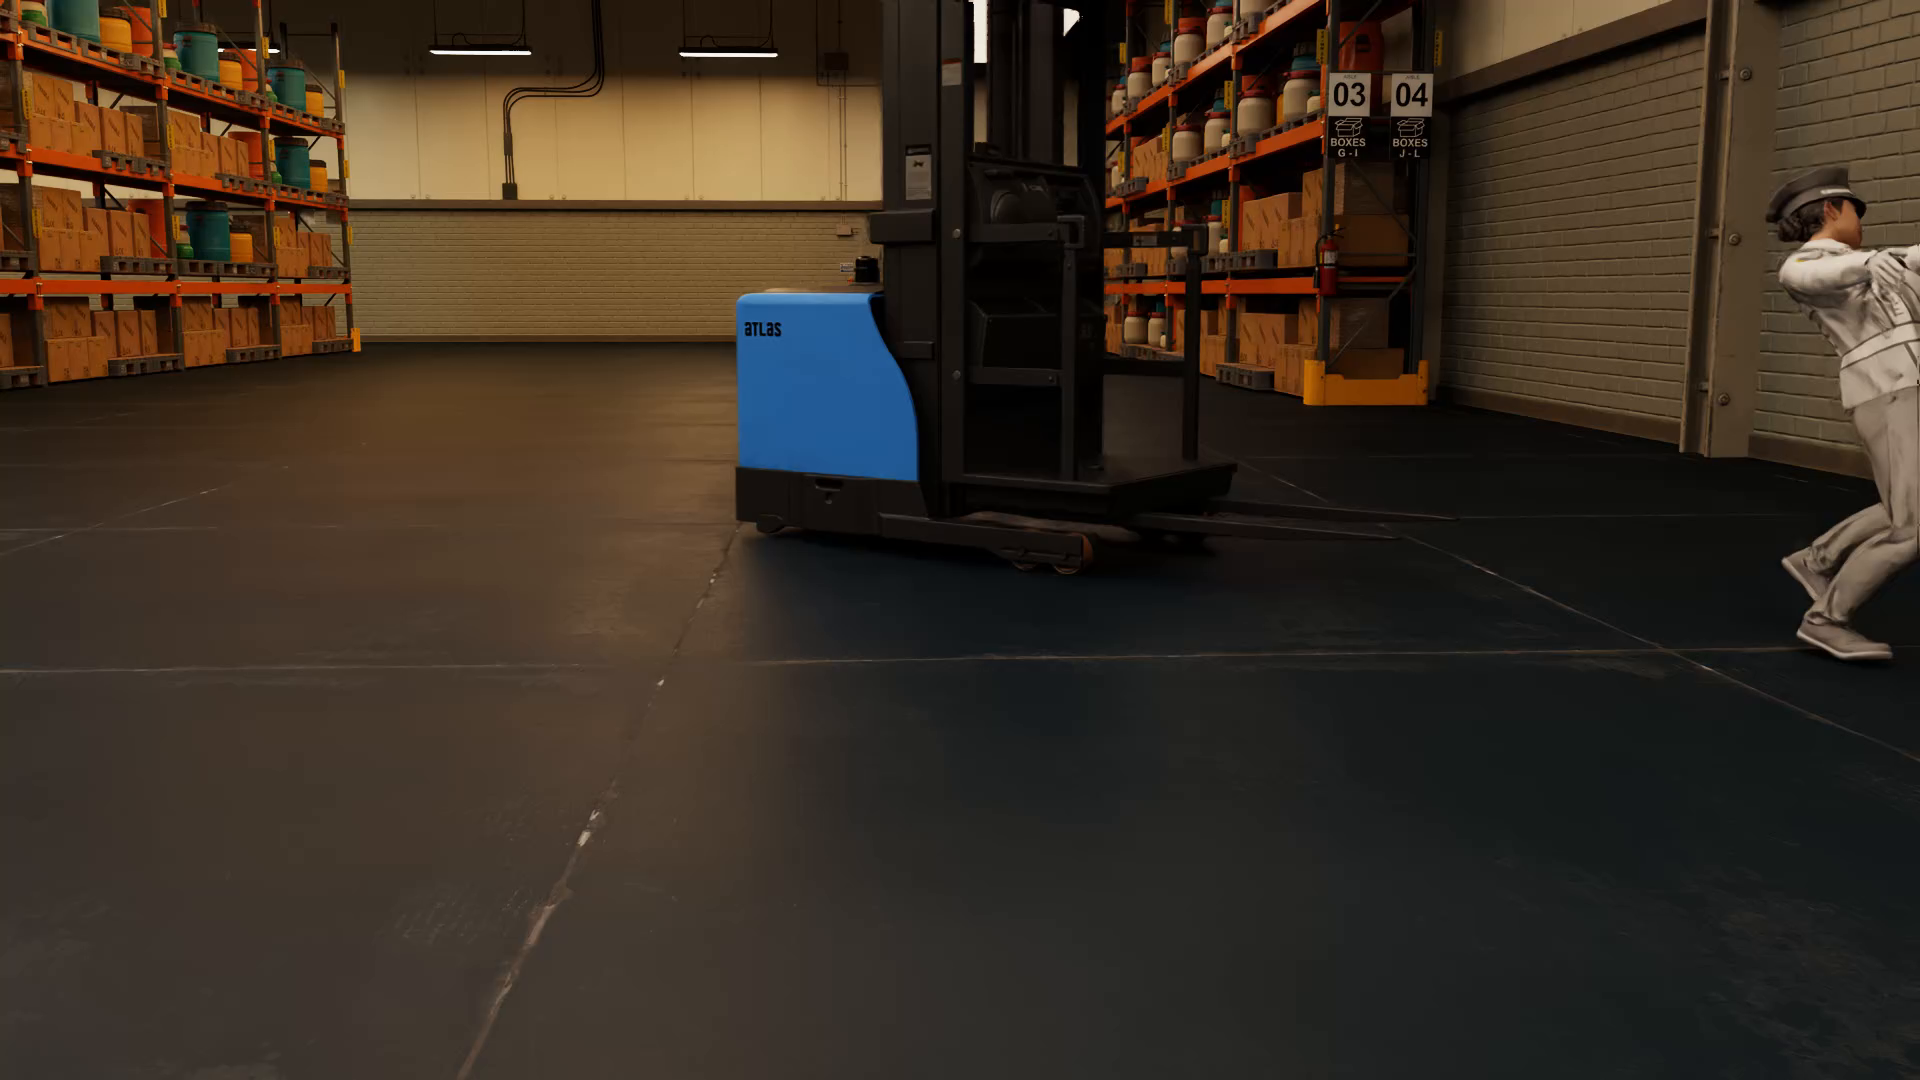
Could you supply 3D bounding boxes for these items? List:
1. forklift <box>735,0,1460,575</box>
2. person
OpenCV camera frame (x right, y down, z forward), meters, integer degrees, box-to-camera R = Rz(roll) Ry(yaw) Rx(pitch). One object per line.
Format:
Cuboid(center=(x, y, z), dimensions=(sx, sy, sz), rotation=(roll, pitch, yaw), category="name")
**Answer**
Cuboid(center=(0.490, -1.403, 6.780), dimensions=(3.031, 2.935, 1.130), rotation=(6, 10, 35), category="forklift")
Cuboid(center=(2.625, -0.392, 4.845), dimensions=(0.736, 1.482, 1.003), rotation=(7, 11, 39), category="person")
